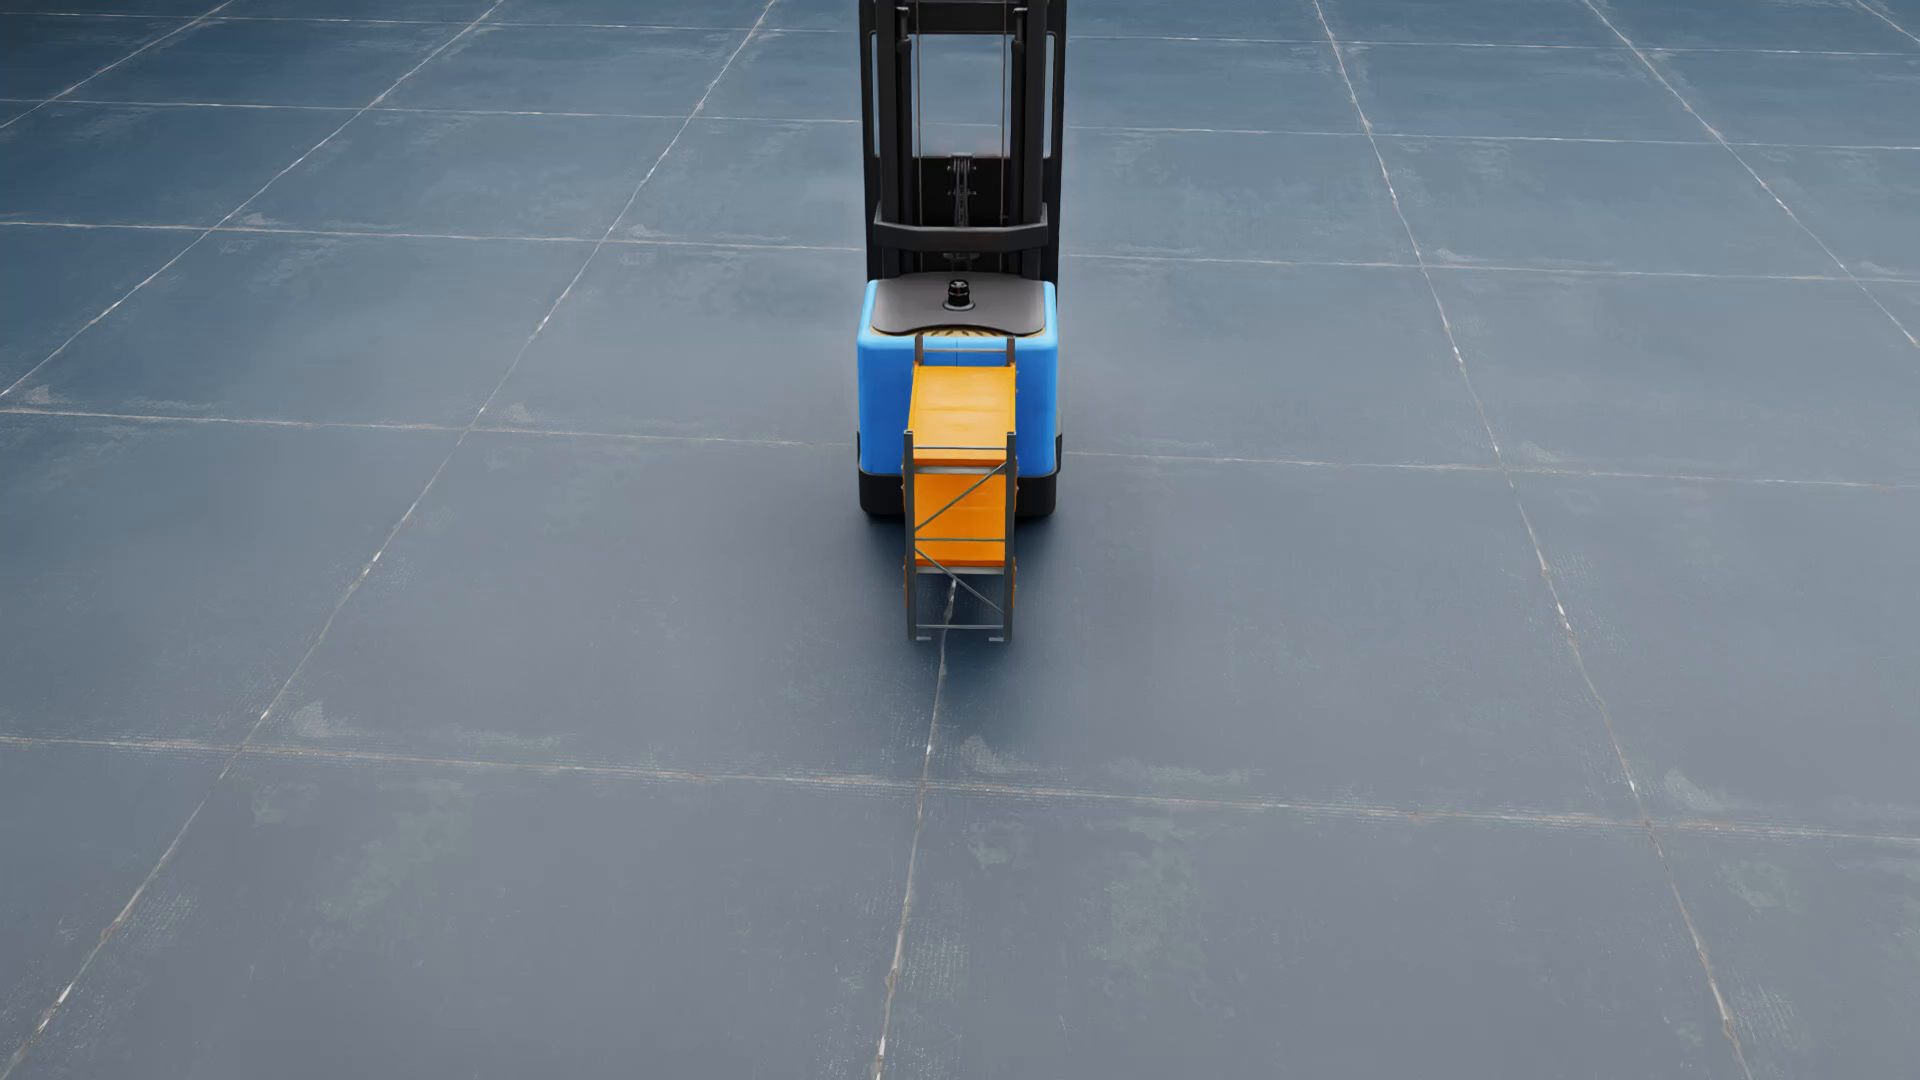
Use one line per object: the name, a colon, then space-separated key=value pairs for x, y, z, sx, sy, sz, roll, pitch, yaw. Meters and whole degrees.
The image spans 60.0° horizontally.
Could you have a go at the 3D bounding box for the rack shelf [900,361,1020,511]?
rack shelf: x=0.012 y=-0.515 z=7.955 sx=0.538 sy=0.278 sz=1.000 roll=1 pitch=32 yaw=1

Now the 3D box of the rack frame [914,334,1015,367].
rack frame: x=0.024 y=-0.532 z=8.541 sx=0.500 sy=1.125 sz=0.032 roll=1 pitch=32 yaw=1

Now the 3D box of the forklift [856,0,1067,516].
forklift: x=0.021 y=-2.112 z=9.383 sx=1.130 sy=2.935 sz=3.031 roll=1 pitch=32 yaw=1

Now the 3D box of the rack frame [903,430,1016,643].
rack frame: x=-0.001 y=0.001 z=7.676 sx=0.500 sy=1.125 sz=0.032 roll=1 pitch=32 yaw=1

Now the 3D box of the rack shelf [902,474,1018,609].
rack shelf: x=0.012 y=-0.057 z=8.237 sx=0.538 sy=0.278 sz=1.000 roll=1 pitch=32 yaw=1

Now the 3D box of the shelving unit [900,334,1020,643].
shelving unit: x=0.012 y=-0.265 z=8.109 sx=0.538 sy=1.125 sz=1.048 roll=1 pitch=32 yaw=1
